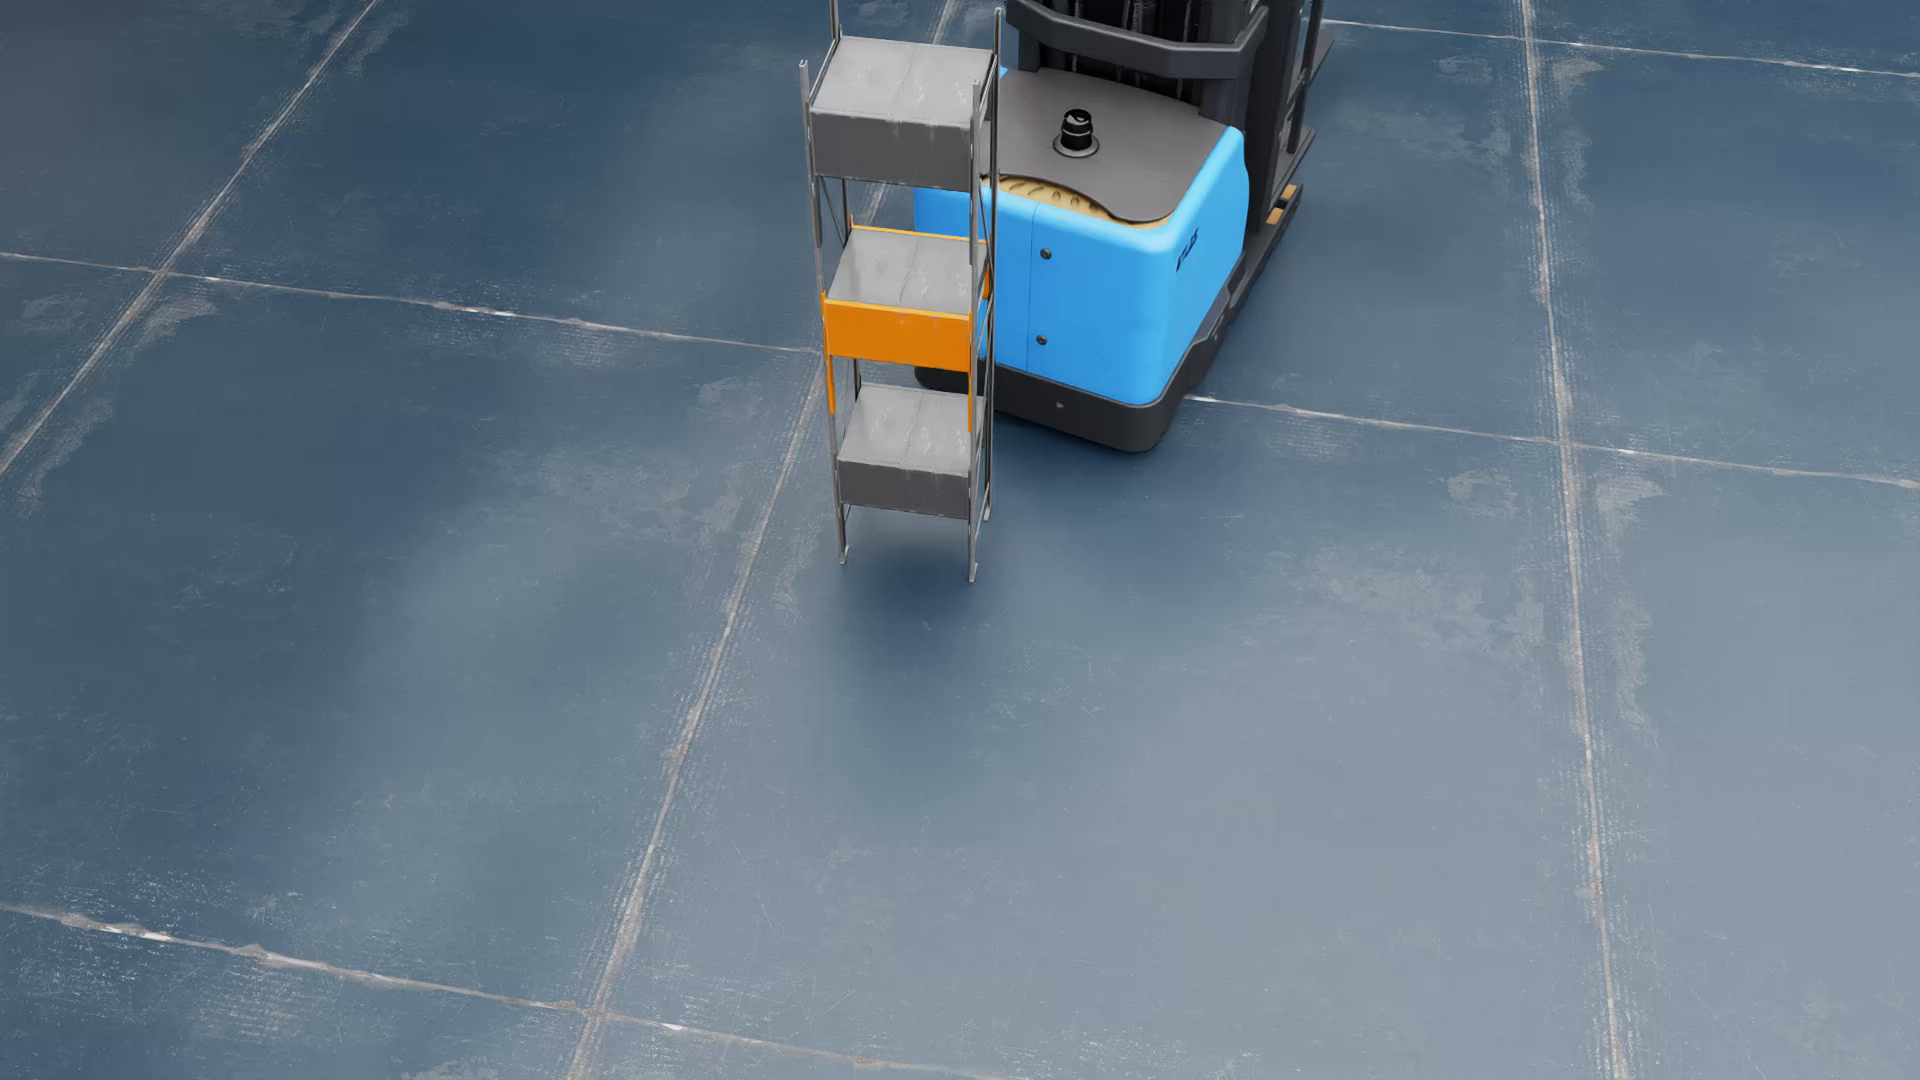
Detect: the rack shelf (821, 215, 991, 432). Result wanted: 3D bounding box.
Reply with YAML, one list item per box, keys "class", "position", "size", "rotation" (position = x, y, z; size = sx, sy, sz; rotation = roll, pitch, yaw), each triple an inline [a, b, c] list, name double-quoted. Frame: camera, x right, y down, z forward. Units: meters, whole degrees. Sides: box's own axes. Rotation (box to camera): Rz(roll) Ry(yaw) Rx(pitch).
- class: "rack shelf"
  position: [-0.163, -0.715, 5.499]
  size: [0.480, 0.518, 0.431]
  rotation: [8, 49, 7]

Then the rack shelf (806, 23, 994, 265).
- class: "rack shelf"
  position: [-0.163, -1.182, 4.978]
  size: [0.480, 0.518, 0.431]
  rotation: [8, 49, 7]

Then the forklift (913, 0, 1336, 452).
- class: "forklift"
  position: [0.900, -2.430, 6.463]
  size: [1.130, 2.935, 3.031]
  rotation: [19, 51, 17]

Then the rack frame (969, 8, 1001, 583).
- class: "rack frame"
  position: [0.077, -0.691, 5.460]
  size: [0.015, 2.100, 0.400]
  rotation: [8, 49, 7]

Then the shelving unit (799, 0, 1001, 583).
- class: "shelving unit"
  position: [-0.163, -0.724, 5.489]
  size: [0.503, 2.100, 0.431]
  rotation: [8, 49, 7]

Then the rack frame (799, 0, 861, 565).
- class: "rack frame"
  position: [-0.403, -0.756, 5.518]
  size: [0.015, 2.100, 0.400]
  rotation: [8, 49, 7]

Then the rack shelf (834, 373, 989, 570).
- class: "rack shelf"
  position: [-0.163, -0.247, 6.019]
  size: [0.480, 0.518, 0.431]
  rotation: [8, 49, 7]
